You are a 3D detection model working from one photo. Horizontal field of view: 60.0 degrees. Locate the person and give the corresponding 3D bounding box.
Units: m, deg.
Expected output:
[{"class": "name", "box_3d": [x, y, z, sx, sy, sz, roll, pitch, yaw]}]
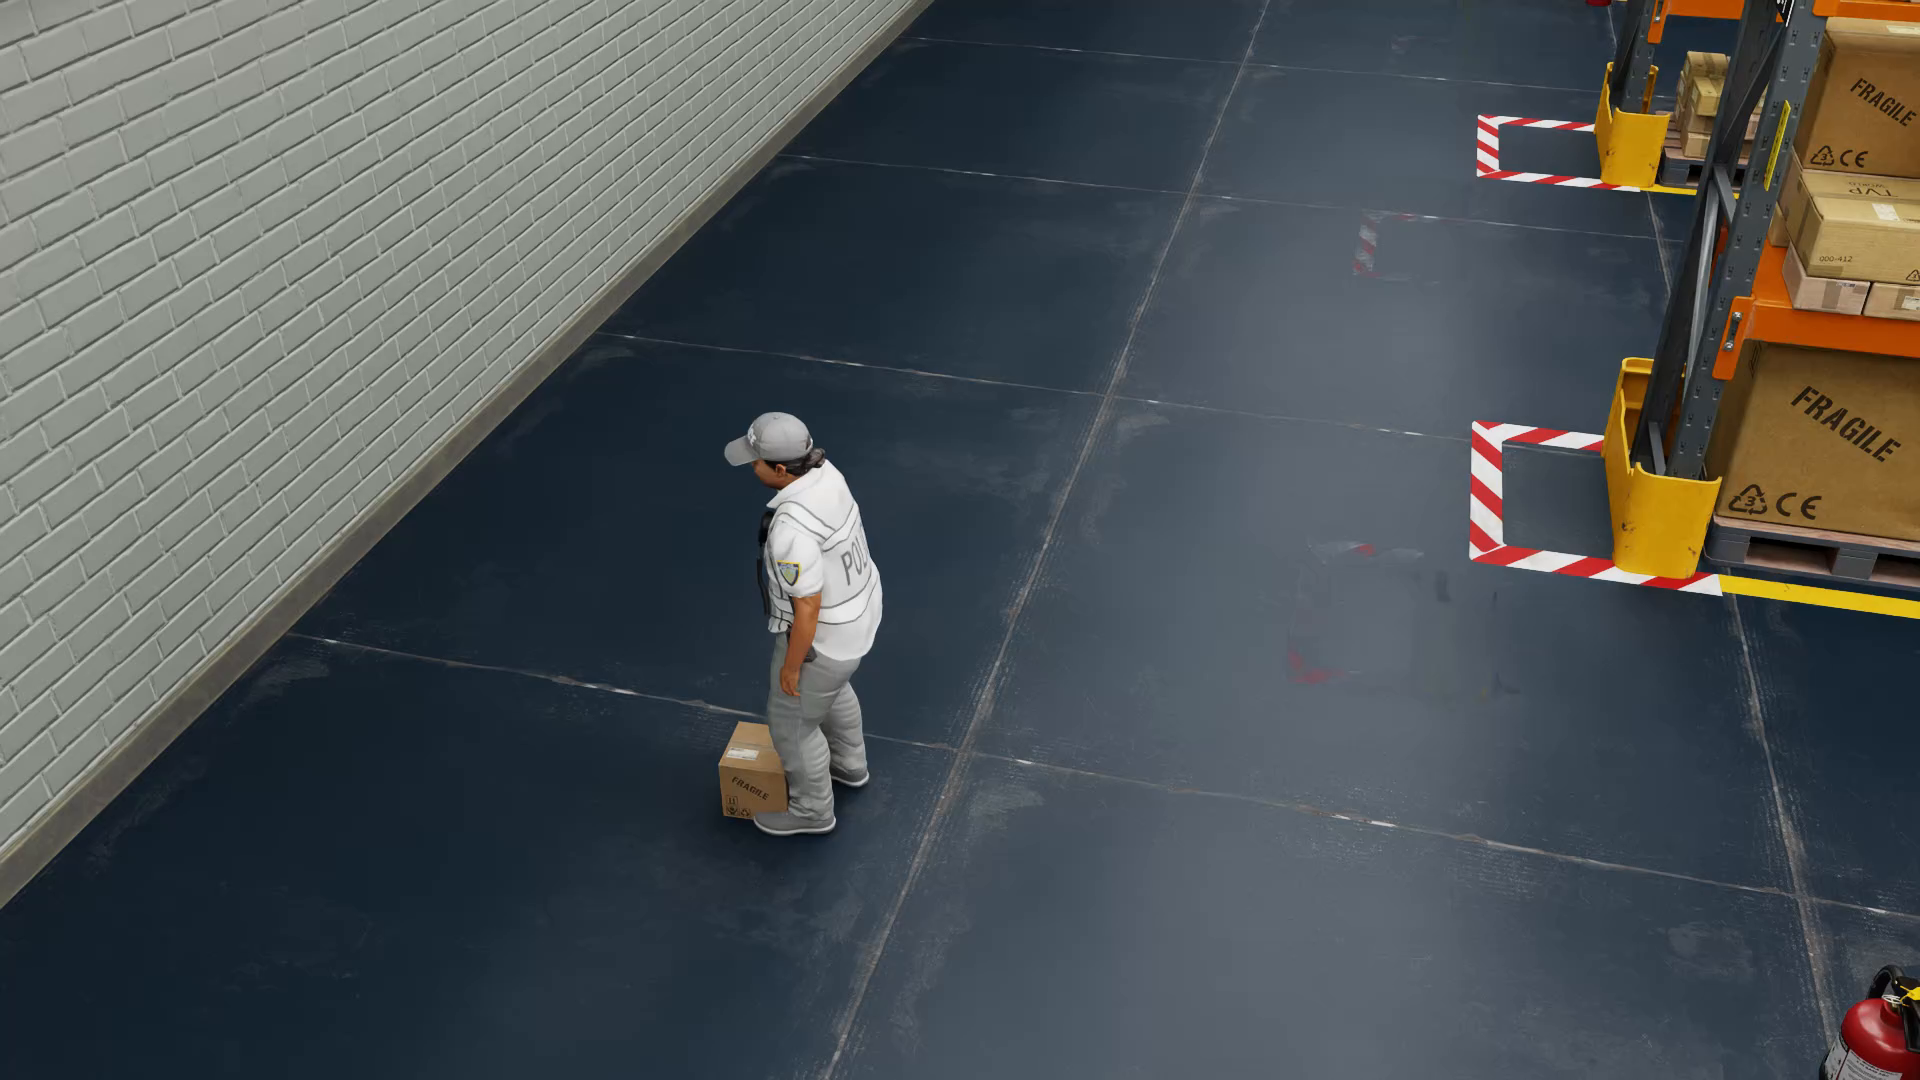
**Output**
[{"class": "person", "box_3d": [-0.510, 0.292, 5.685, 0.470, 1.665, 0.560, 6, 34, 9]}]
